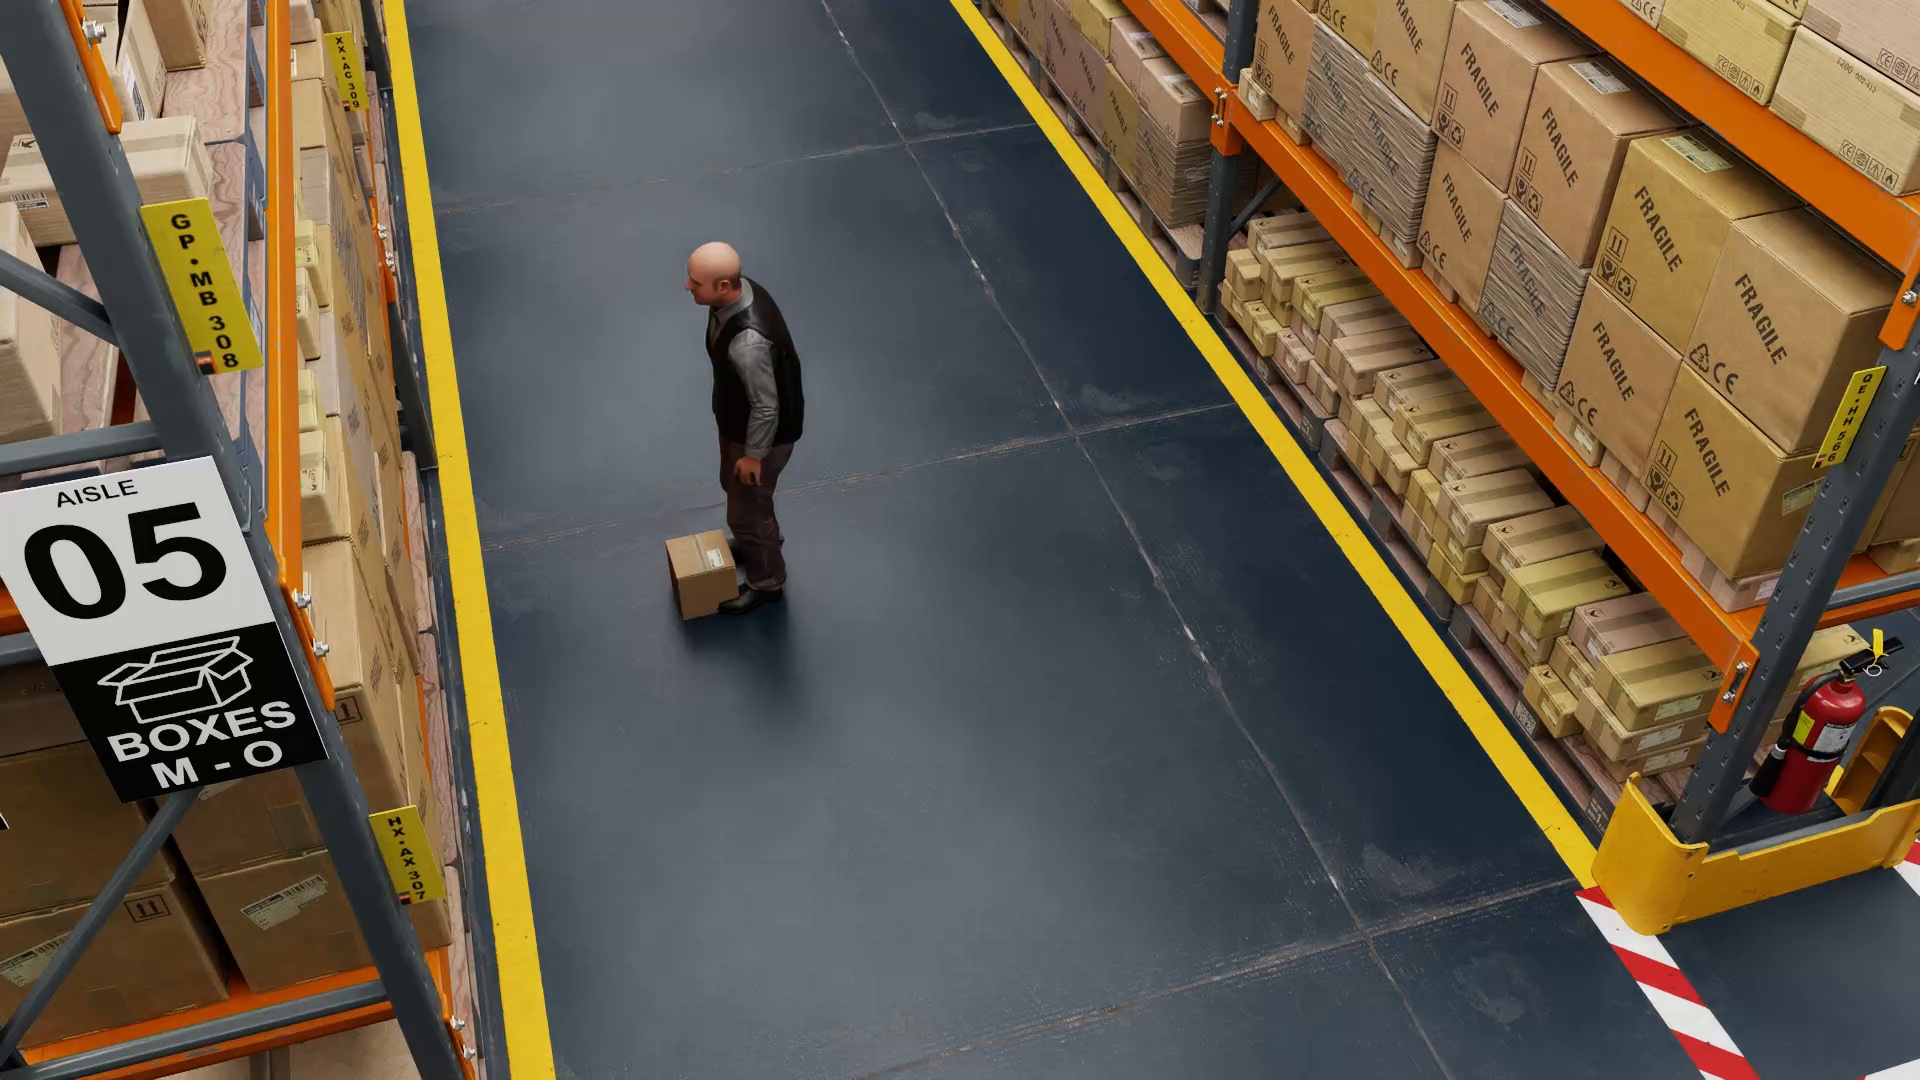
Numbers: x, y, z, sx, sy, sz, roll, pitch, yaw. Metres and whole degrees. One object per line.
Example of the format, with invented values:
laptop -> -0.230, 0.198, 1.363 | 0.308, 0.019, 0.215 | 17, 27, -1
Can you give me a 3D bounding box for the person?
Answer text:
person -> -0.857, -0.461, 6.690 | 0.463, 1.721, 0.581 | -12, 43, -13
